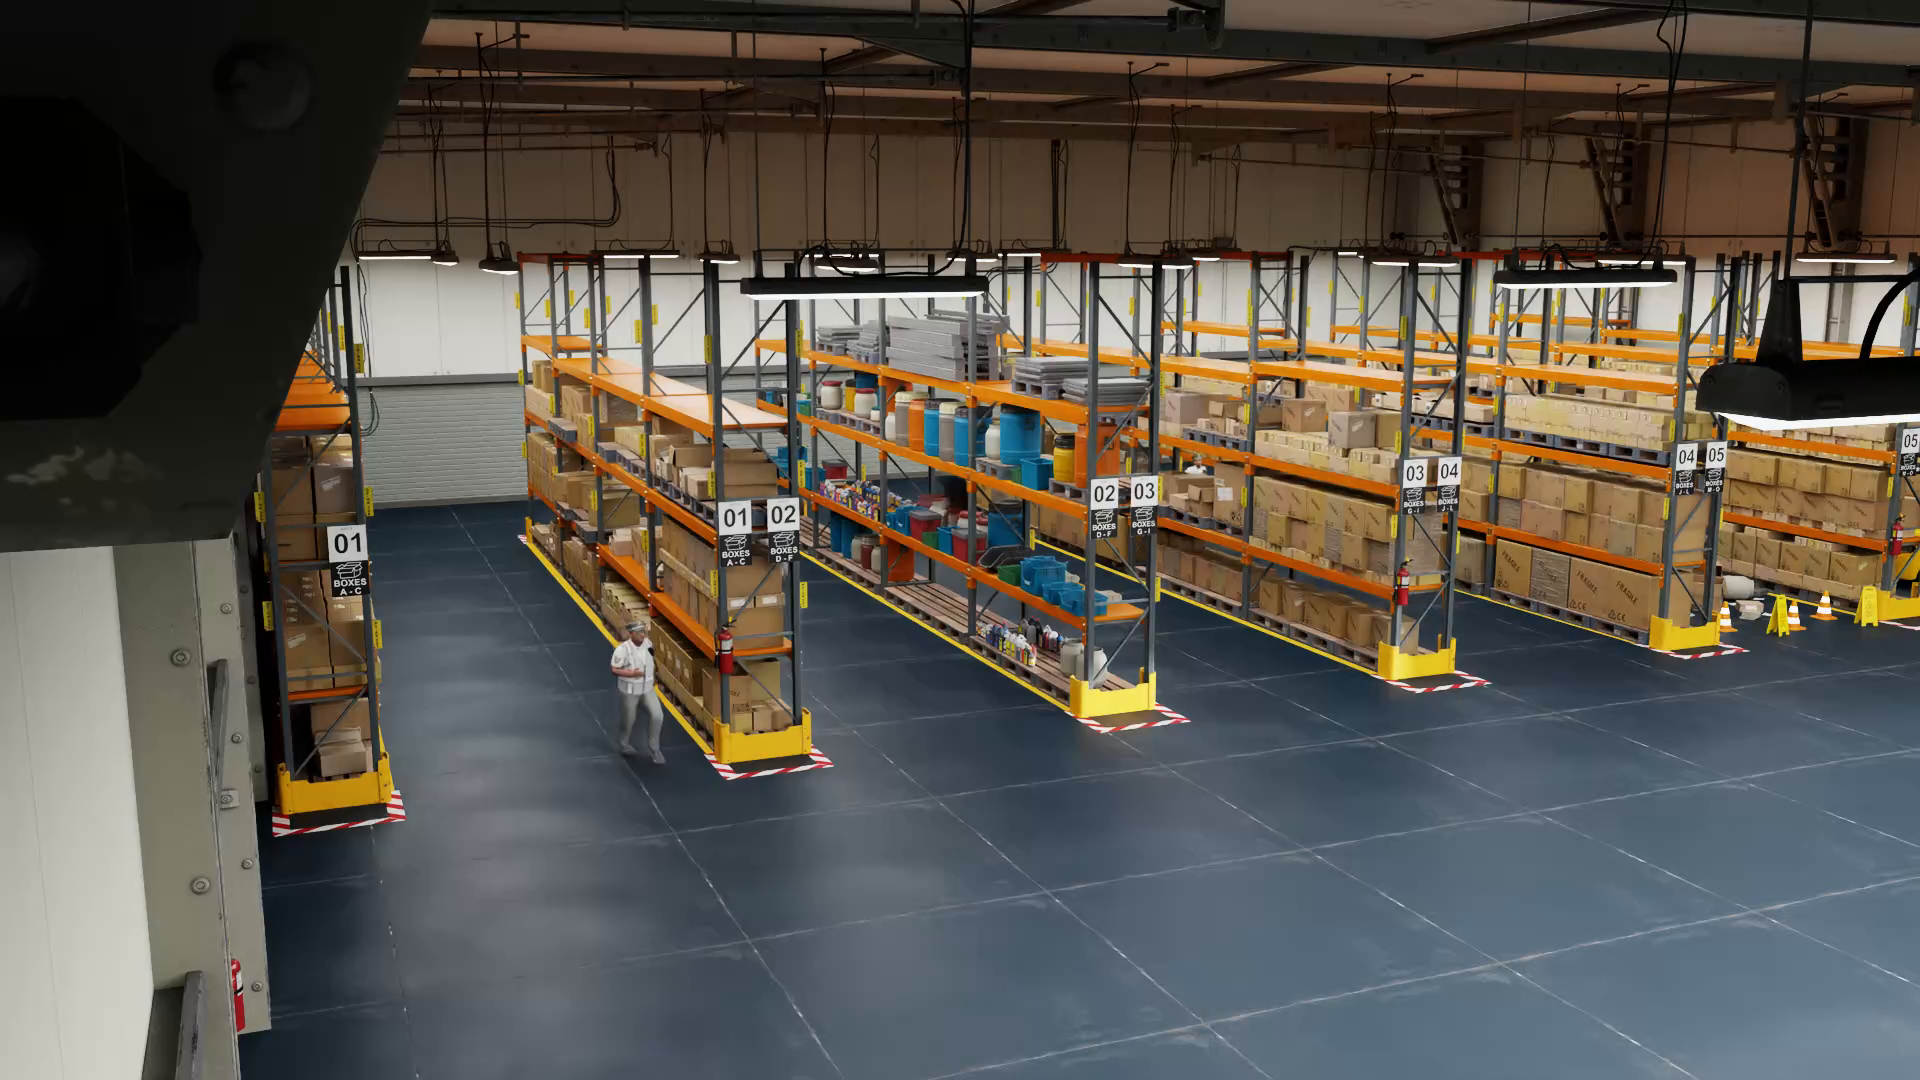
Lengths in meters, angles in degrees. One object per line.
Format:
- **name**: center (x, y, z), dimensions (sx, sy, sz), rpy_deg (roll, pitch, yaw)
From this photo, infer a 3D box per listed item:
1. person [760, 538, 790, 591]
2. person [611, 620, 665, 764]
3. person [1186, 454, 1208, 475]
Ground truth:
- **person**: center (-2.976, 0.188, 27.583), dimensions (0.651, 1.750, 0.568), rpy_deg (-6, 12, -31)
- **person**: center (-3.950, 1.835, 20.218), dimensions (0.652, 1.822, 0.831), rpy_deg (-8, 13, -38)
- **person**: center (5.181, -1.055, 36.223), dimensions (0.604, 1.668, 0.567), rpy_deg (-4, 11, -20)
